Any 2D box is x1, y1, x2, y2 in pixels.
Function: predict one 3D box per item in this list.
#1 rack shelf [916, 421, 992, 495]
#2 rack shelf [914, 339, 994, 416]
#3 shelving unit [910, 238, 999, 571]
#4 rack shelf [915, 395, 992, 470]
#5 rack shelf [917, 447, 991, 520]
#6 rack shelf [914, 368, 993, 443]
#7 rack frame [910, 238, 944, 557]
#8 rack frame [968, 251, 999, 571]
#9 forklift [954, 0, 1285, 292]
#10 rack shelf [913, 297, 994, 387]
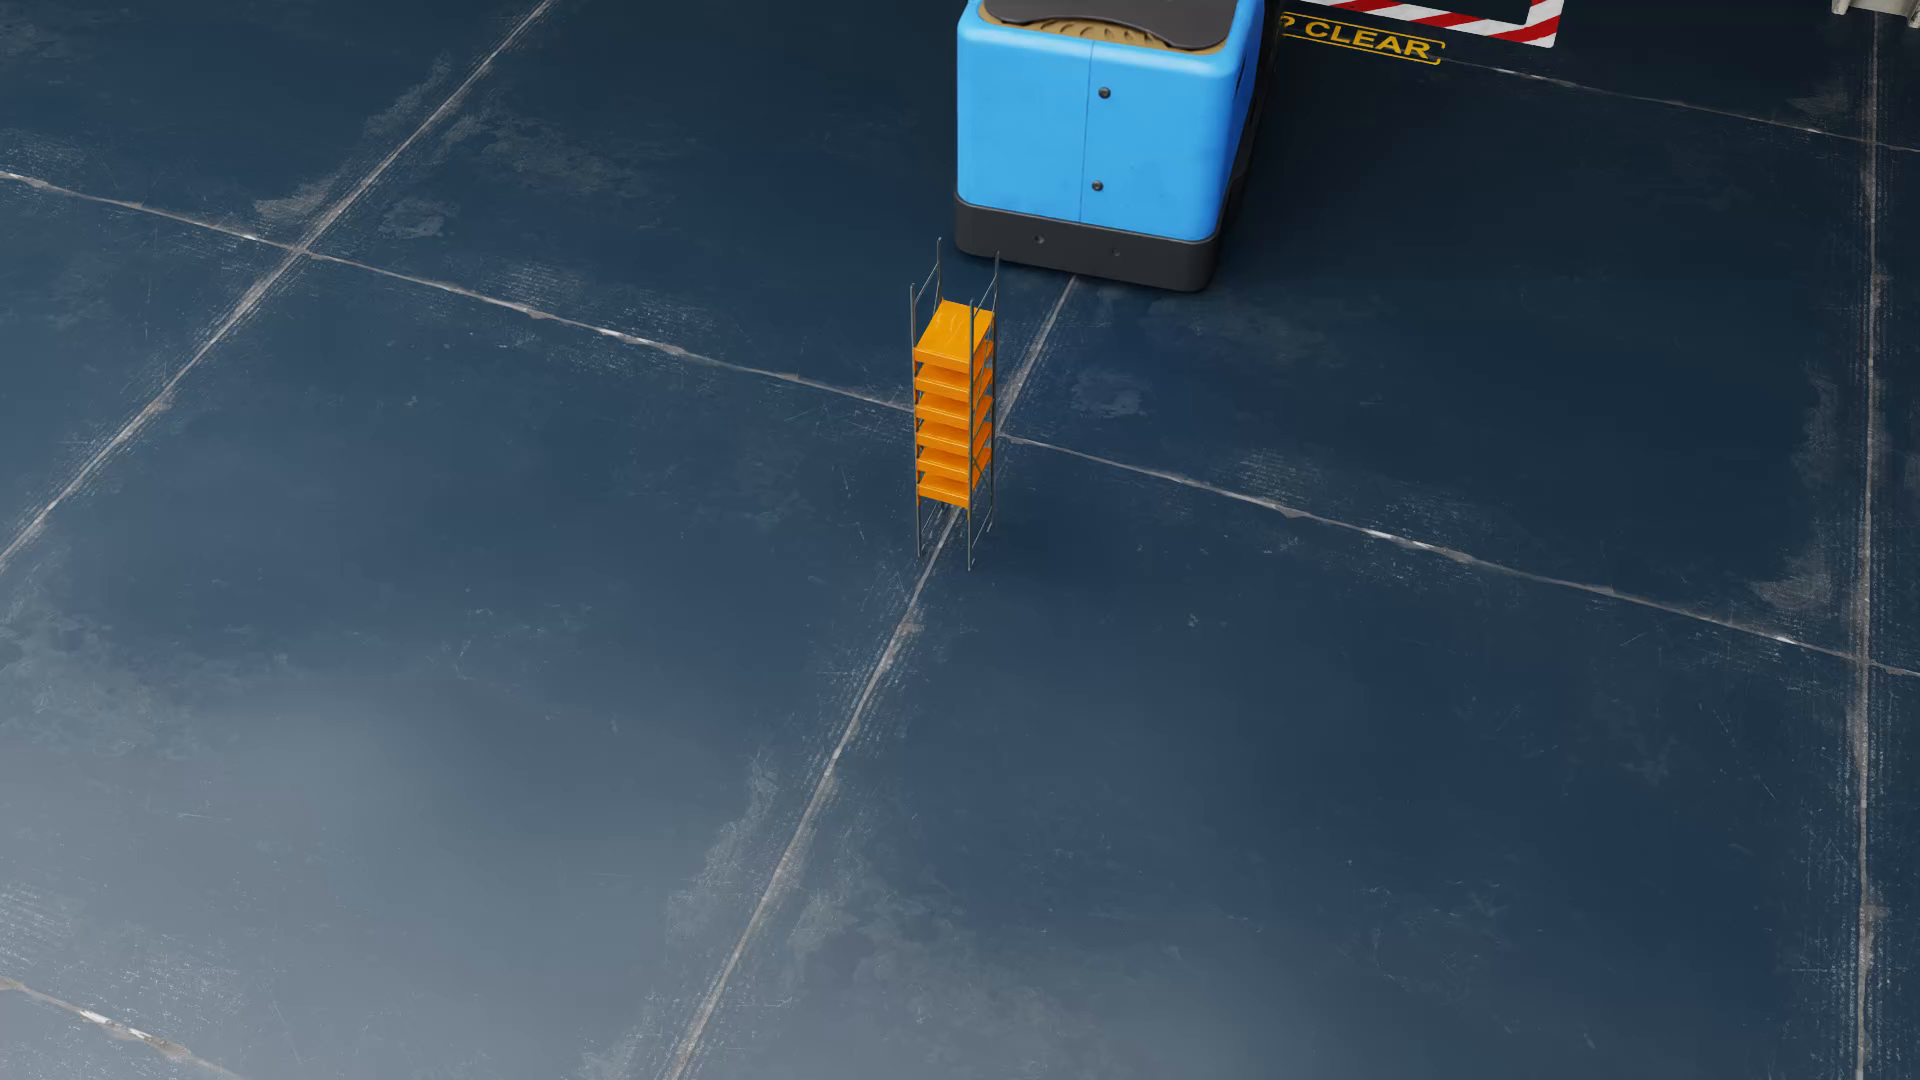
[{"bbox_3d":[-0.014,-0.289,5.424,0.180,0.103,0.258,16,51,13],"label":"rack shelf"},{"bbox_3d":[-0.014,-0.525,5.152,0.180,0.103,0.258,16,51,13],"label":"rack shelf"},{"bbox_3d":[-0.014,-0.397,5.300,0.189,1.200,0.258,16,51,13],"label":"shelving unit"},{"bbox_3d":[-0.014,-0.368,5.333,0.180,0.103,0.258,16,51,13],"label":"rack shelf"},{"bbox_3d":[-0.014,-0.210,5.515,0.180,0.103,0.258,16,51,13],"label":"rack shelf"},{"bbox_3d":[-0.014,-0.446,5.243,0.180,0.103,0.258,16,51,13],"label":"rack shelf"},{"bbox_3d":[-0.099,-0.421,5.321,0.006,1.200,0.240,16,51,13],"label":"rack frame"},{"bbox_3d":[0.072,-0.373,5.279,0.006,1.200,0.240,16,51,13],"label":"rack frame"},{"bbox_3d":[0.856,-3.071,6.472,1.130,2.935,3.031,12,50,10],"label":"forklift"},{"bbox_3d":[-0.014,-0.603,5.061,0.180,0.103,0.258,16,51,13],"label":"rack shelf"}]
